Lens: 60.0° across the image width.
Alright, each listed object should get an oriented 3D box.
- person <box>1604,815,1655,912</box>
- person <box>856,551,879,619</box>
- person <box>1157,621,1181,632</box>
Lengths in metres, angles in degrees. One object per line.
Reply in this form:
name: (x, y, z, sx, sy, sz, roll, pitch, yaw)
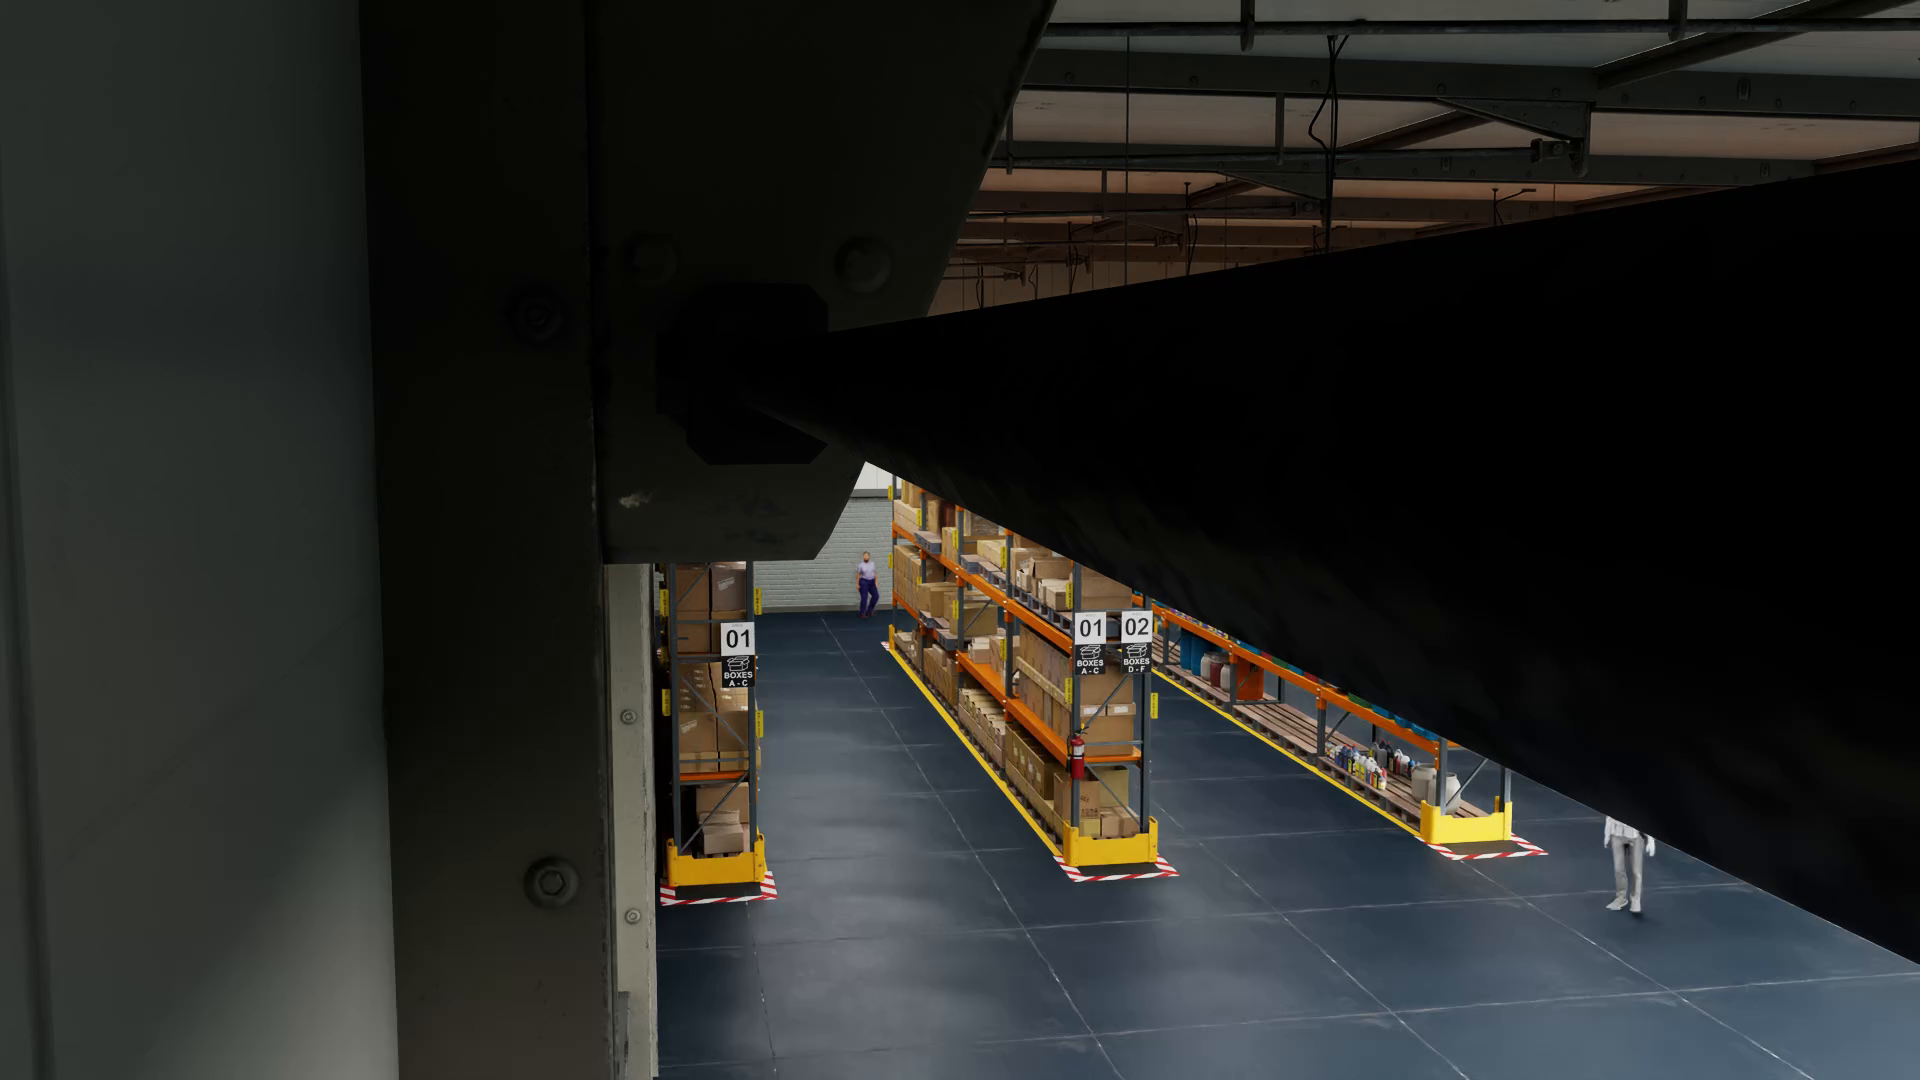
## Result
person: (7.687, 3.446, 19.092, 0.579, 1.721, 0.370, 5, 8, 40)
person: (-2.280, 1.097, 40.933, 0.610, 1.651, 0.392, -5, 8, -42)
person: (4.950, 1.264, 38.801, 1.051, 1.745, 0.719, 4, 7, 30)
